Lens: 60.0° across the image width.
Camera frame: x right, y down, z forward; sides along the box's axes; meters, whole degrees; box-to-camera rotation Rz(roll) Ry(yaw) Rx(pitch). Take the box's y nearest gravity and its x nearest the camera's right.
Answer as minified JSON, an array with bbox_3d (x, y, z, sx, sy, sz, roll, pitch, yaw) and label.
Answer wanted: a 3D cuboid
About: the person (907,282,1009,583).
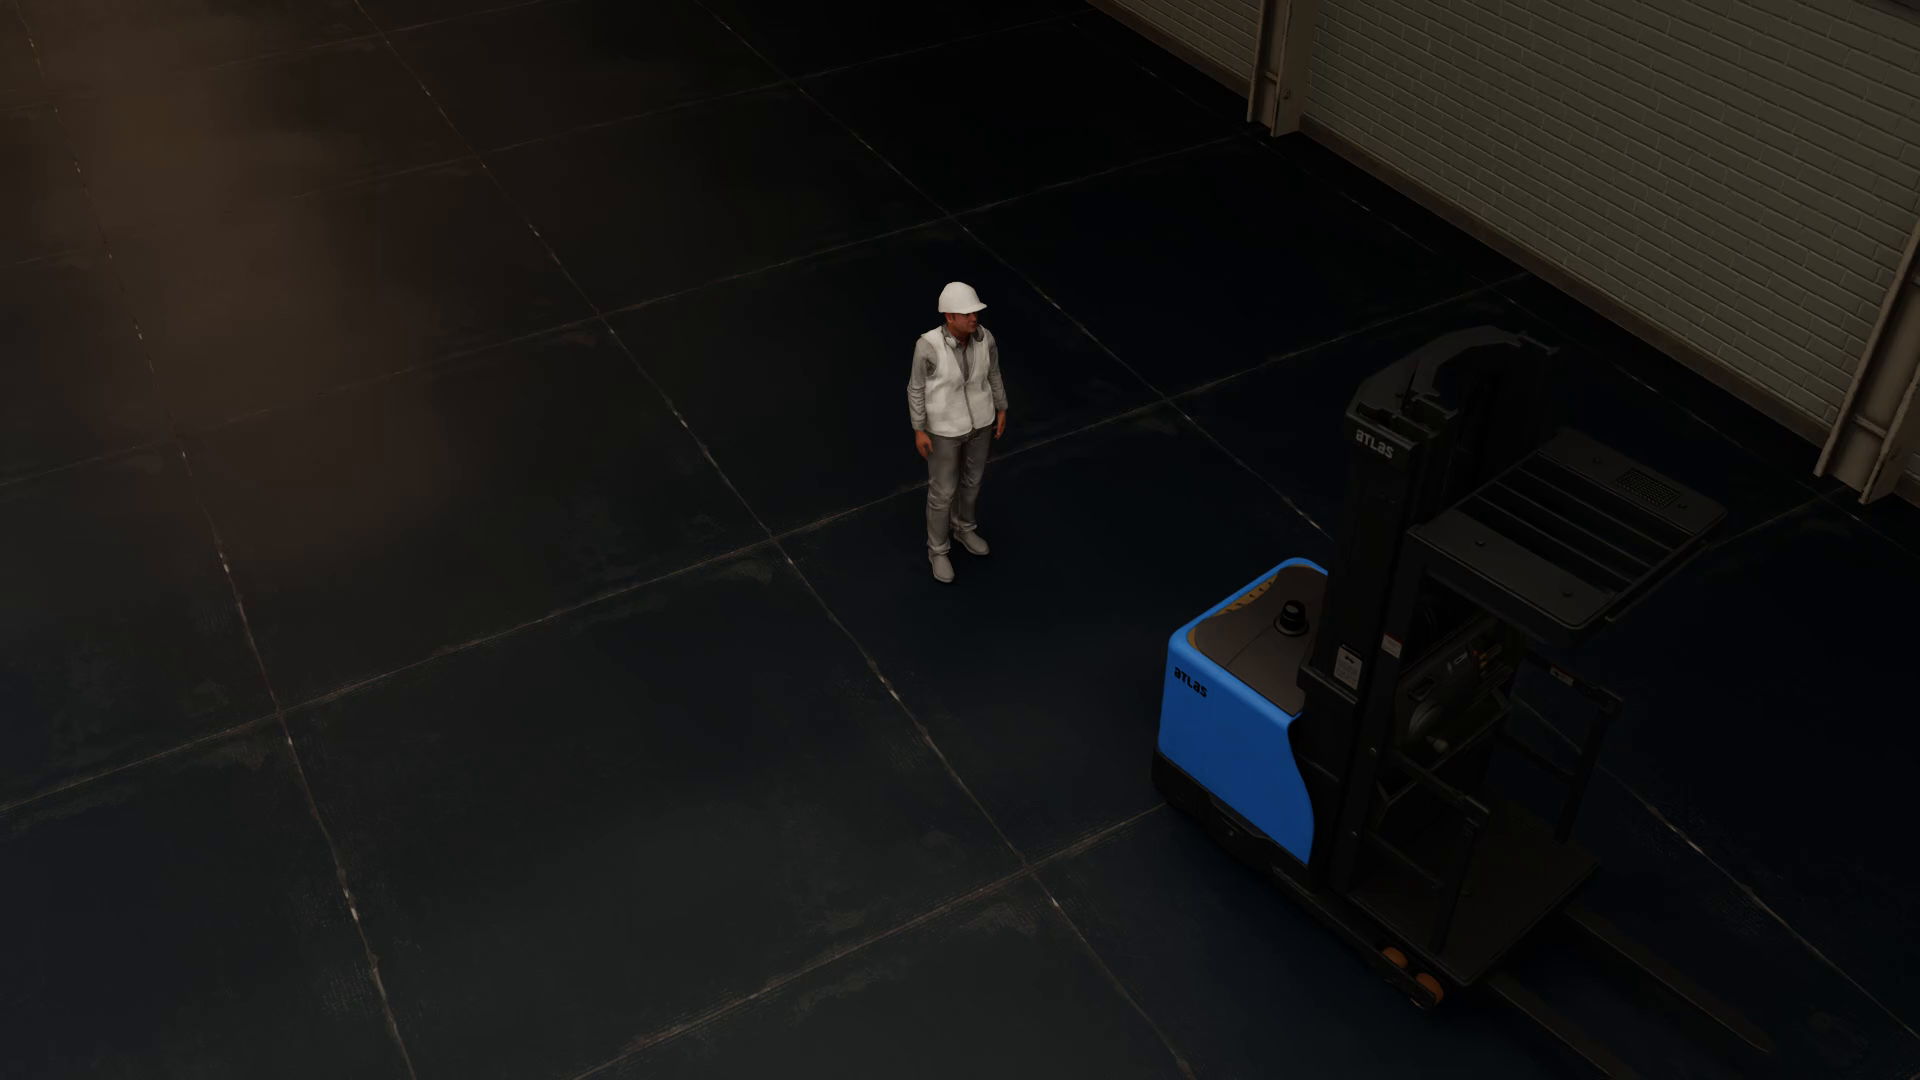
[{"bbox_3d":[0.025,-0.651,9.716,0.634,1.775,0.566,-20,44,-23],"label":"person"}]

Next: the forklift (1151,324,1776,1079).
[{"bbox_3d":[2.346,0.675,7.222,1.130,2.935,3.031,-29,48,-30],"label":"forklift"}]
